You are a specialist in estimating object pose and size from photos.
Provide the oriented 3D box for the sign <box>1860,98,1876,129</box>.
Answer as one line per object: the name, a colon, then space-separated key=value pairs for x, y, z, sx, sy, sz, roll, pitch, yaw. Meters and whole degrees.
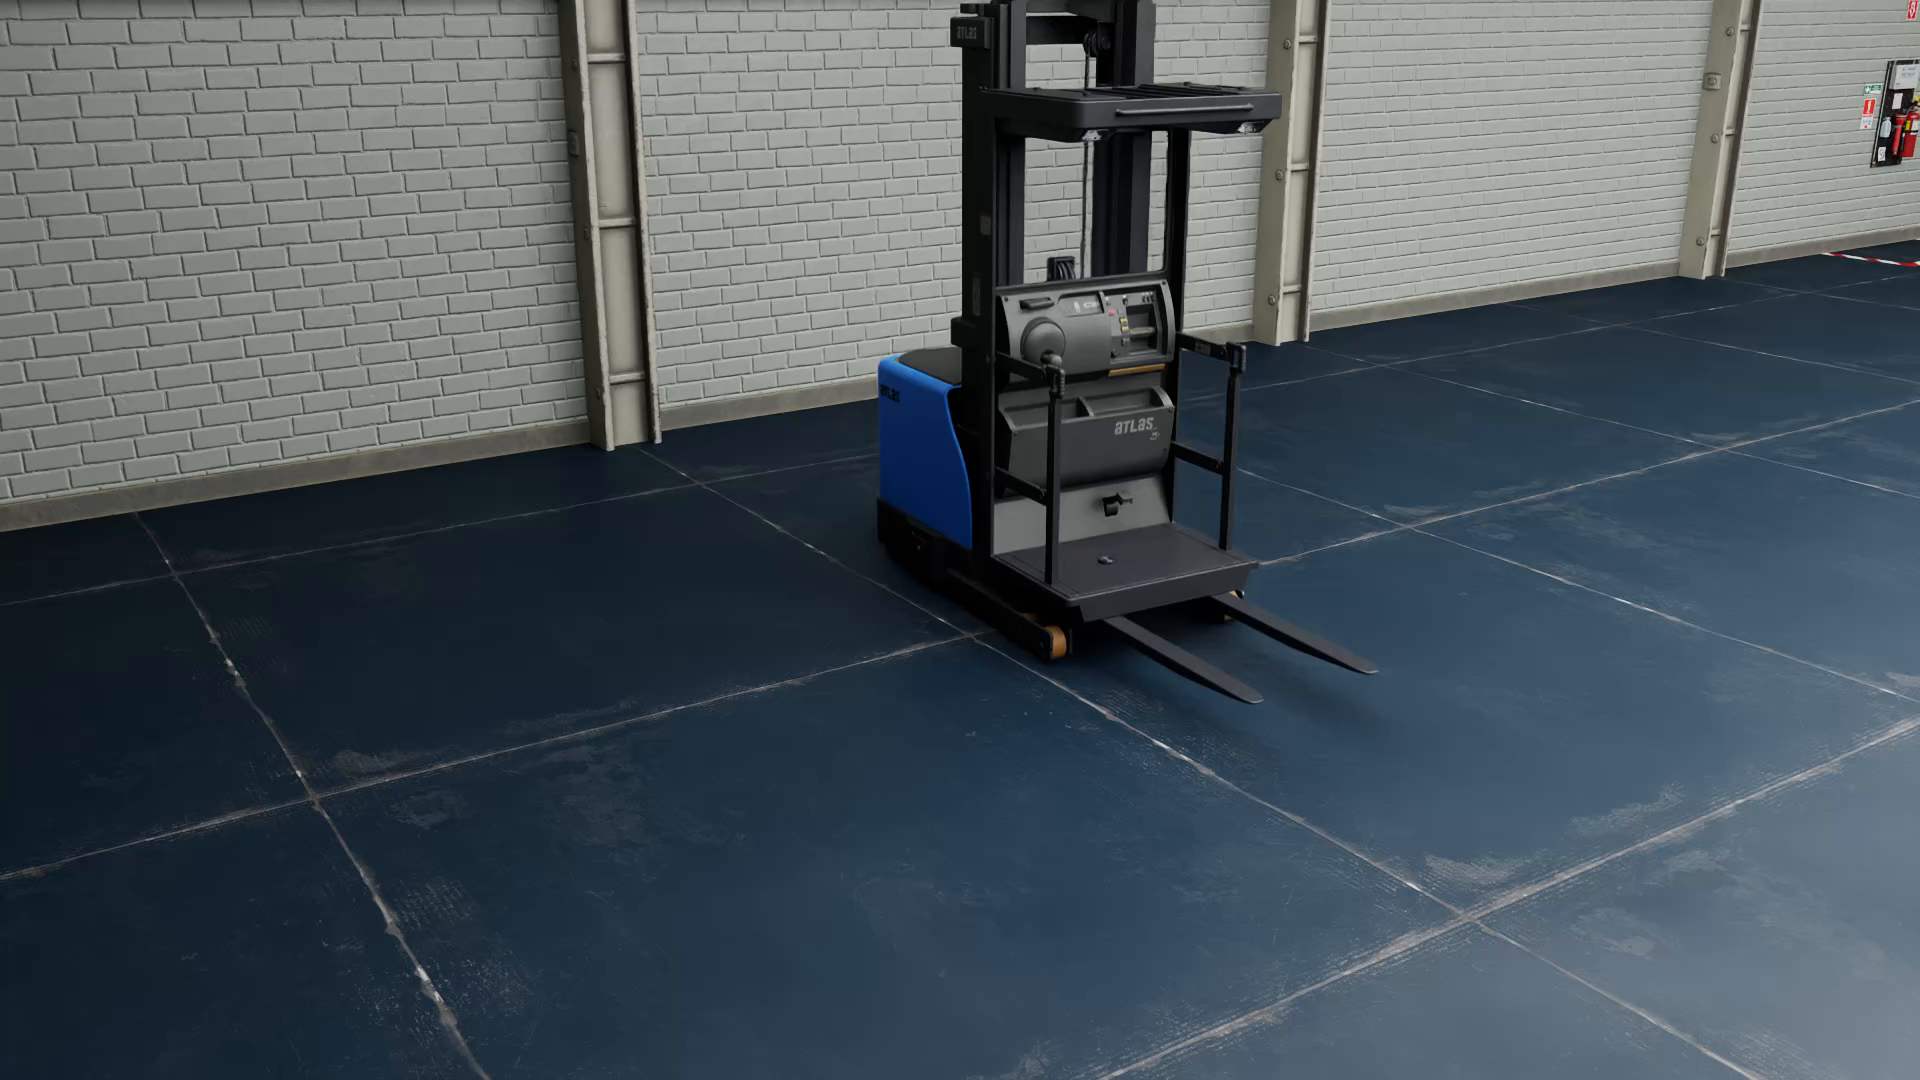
sign: x=10.176 y=-4.777 z=18.635 sx=0.234 sy=0.329 sz=0.001 roll=-12 pitch=22 yaw=-31

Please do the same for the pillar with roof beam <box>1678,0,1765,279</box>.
pillar with roof beam: x=10.136 y=-5.888 z=12.612 sx=0.400 sy=9.000 sz=9.100 roll=-12 pitch=22 yaw=-31

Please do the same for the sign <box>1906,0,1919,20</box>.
sign: x=10.633 y=-5.953 z=18.551 sx=0.199 sy=0.298 sz=0.001 roll=-12 pitch=22 yaw=-31

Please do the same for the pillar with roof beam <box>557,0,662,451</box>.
pillar with roof beam: x=0.114 y=-3.775 z=6.360 sx=0.400 sy=9.000 sz=9.100 roll=-12 pitch=22 yaw=-31

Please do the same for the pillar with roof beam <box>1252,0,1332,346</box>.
pillar with roof beam: x=5.125 y=-4.832 z=9.486 sx=0.400 sy=9.000 sz=9.100 roll=-12 pitch=22 yaw=-31

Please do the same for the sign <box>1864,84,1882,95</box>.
sign: x=10.185 y=-5.026 z=18.546 sx=0.331 sy=0.109 sz=0.001 roll=-12 pitch=22 yaw=-31

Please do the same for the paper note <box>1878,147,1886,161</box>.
paper note: x=10.509 y=-4.400 z=18.951 sx=0.142 sy=0.148 sz=0.016 roll=-12 pitch=22 yaw=-31

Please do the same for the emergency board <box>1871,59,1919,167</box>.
emergency board: x=10.695 y=-4.830 z=18.847 sx=0.643 sy=1.169 sz=0.194 roll=-12 pitch=22 yaw=-31

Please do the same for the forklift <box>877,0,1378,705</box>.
forklift: x=0.714 y=-1.001 z=7.628 sx=1.130 sy=2.935 sz=3.031 roll=-10 pitch=21 yaw=-28
